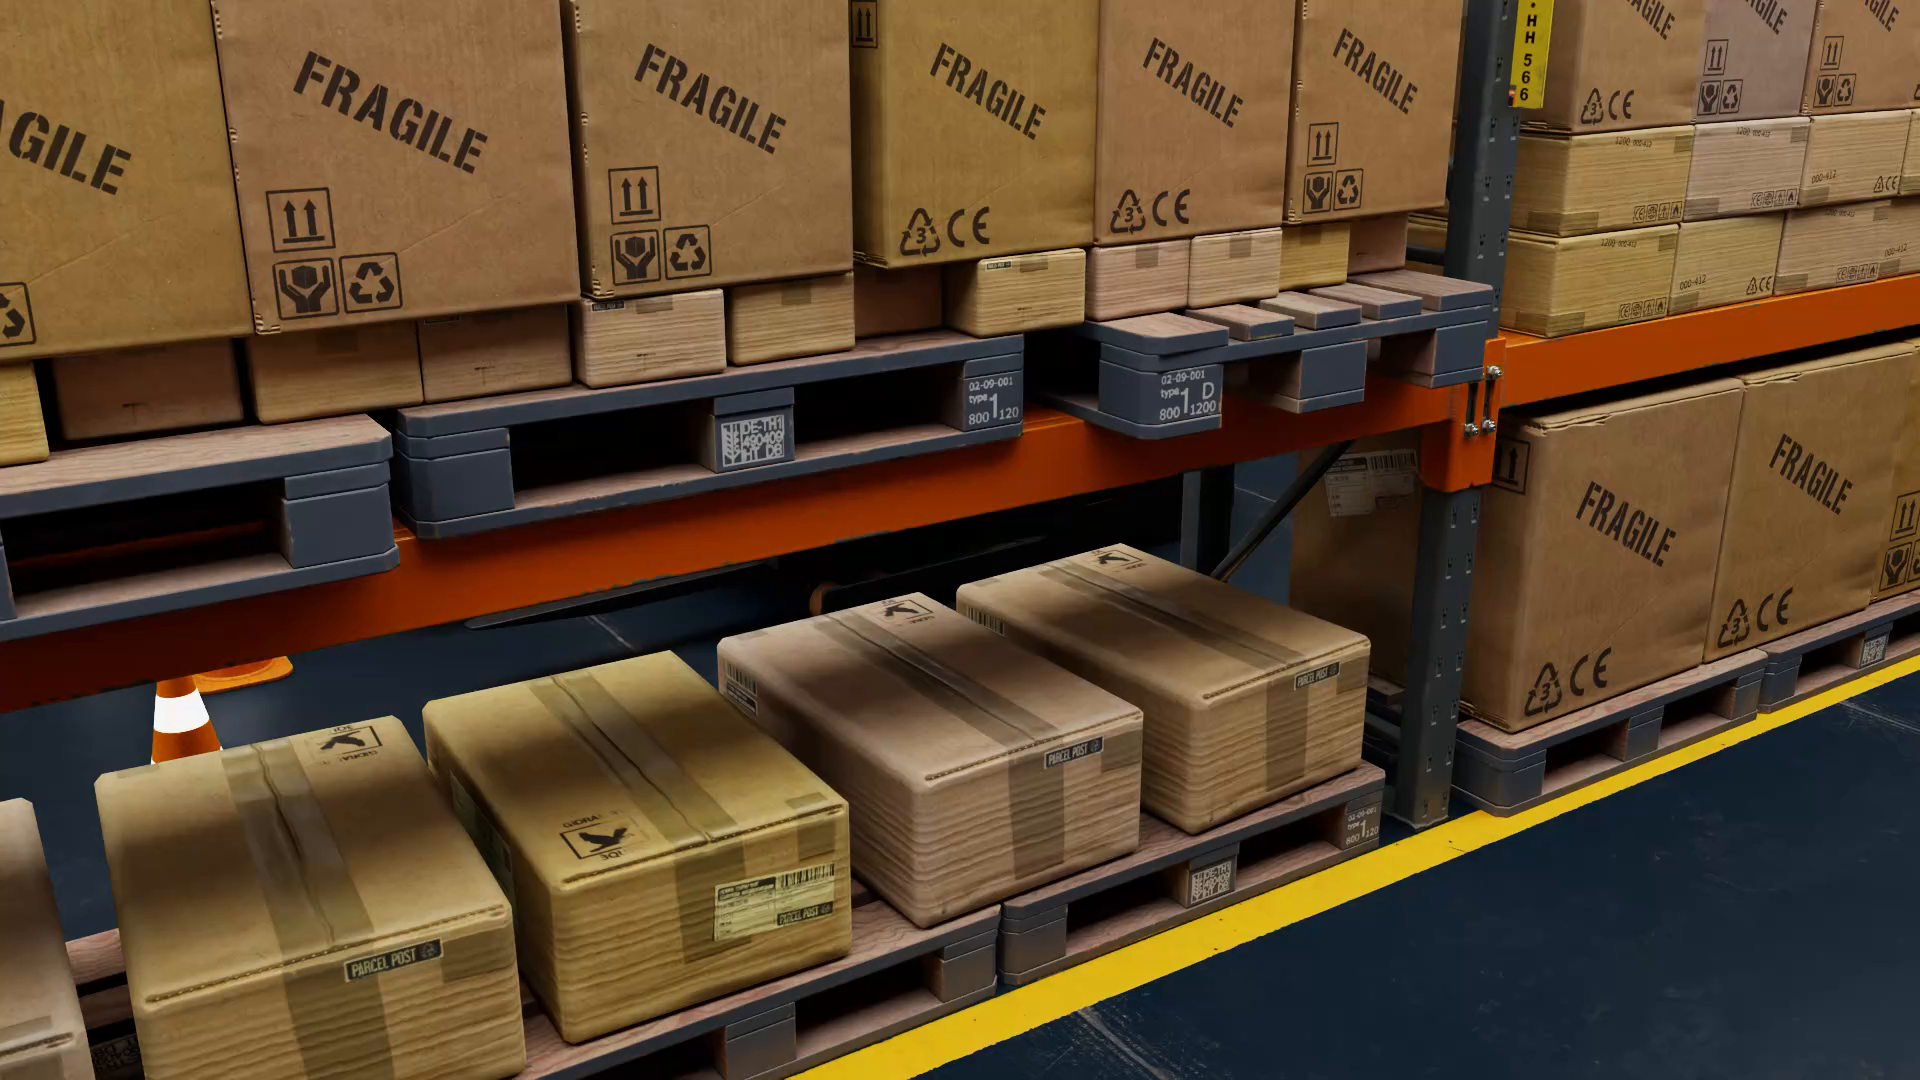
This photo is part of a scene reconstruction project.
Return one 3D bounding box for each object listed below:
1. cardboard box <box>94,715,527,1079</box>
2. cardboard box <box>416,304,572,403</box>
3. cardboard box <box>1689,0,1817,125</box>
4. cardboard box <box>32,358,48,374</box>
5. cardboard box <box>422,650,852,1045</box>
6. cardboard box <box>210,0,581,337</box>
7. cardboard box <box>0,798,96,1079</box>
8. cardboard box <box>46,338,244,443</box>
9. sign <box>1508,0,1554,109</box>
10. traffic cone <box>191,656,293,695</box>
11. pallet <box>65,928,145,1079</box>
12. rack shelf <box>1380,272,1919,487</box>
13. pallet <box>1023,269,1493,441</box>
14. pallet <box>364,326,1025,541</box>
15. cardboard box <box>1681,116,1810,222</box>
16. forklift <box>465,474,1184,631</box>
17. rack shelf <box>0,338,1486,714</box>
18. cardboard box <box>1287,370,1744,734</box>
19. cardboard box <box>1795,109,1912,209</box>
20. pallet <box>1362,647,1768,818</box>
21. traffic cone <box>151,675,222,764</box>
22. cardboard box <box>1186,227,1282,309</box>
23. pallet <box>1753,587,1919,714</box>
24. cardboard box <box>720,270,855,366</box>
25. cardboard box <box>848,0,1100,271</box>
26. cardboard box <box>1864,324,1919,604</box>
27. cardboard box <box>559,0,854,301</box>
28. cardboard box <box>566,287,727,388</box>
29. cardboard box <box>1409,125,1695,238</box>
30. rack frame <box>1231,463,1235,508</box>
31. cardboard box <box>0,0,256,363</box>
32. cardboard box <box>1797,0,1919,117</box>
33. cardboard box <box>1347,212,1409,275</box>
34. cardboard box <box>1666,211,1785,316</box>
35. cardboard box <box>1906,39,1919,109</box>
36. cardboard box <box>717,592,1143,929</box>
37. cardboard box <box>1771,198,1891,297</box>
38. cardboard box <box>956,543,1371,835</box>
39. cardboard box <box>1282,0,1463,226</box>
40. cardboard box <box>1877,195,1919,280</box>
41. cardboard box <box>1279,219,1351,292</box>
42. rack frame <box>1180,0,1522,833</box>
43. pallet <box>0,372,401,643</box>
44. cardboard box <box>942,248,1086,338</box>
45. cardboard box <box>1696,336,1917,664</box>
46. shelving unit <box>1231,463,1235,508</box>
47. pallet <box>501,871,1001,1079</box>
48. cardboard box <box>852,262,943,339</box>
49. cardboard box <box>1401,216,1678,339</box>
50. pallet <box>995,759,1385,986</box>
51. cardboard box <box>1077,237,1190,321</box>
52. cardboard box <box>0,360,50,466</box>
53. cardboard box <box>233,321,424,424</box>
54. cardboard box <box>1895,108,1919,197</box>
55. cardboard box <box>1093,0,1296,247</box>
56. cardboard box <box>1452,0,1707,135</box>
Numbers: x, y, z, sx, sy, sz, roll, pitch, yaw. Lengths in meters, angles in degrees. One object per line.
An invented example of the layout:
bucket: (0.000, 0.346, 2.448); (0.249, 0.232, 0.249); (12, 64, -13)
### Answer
cardboard box: (-1.312, 0.746, 3.301); (0.625, 0.372, 0.950); (-10, 21, -28)
cardboard box: (-0.859, -0.361, 2.865); (0.250, 0.149, 0.380); (-12, 22, -31)
cardboard box: (1.949, -1.416, 4.532); (0.500, 0.500, 0.500); (-12, 22, -31)
cardboard box: (-1.644, -0.420, 3.040); (0.250, 0.149, 0.380); (-12, 22, -32)
cardboard box: (-0.733, 0.623, 3.665); (0.625, 0.372, 0.950); (-11, 22, -30)
cardboard box: (-0.960, -0.644, 2.689); (0.500, 0.500, 0.500); (-12, 22, -32)
cardboard box: (-1.911, 0.874, 2.924); (0.625, 0.372, 0.950); (-12, 22, -31)
cardboard box: (-1.304, -0.284, 2.637); (0.250, 0.149, 0.380); (-10, 21, -28)
sign: (1.300, -1.151, 3.782); (0.005, 0.325, 0.100); (-12, 22, -31)
traffic cone: (-2.390, 0.211, 5.397); (0.334, 0.463, 0.336); (-12, 22, -31)
pallet: (-1.698, 1.104, 3.148); (1.213, 0.211, 1.003); (-12, 22, -31)
rack shelf: (2.664, -0.795, 5.536); (4.000, 0.370, 1.077); (-12, 22, -31)
pallet: (0.457, -0.539, 3.954); (1.003, 0.211, 1.213); (-12, 22, -31)
pallet: (-0.638, -0.333, 3.346); (1.213, 0.211, 1.003); (-12, 22, -31)
cardboard box: (1.984, -1.063, 4.660); (0.500, 0.250, 0.500); (-11, 22, -30)
forklift: (-0.509, -1.270, 5.924); (3.031, 2.935, 1.130); (-13, 23, -34)
rack shelf: (-0.677, -0.090, 3.452); (4.000, 0.370, 1.077); (-12, 22, -31)
cardboard box: (1.616, -0.075, 4.946); (0.875, 0.875, 0.875); (-12, 22, -32)
cardboard box: (2.408, -1.148, 4.910); (0.500, 0.250, 0.500); (-12, 22, -32)
pallet: (1.693, 0.419, 5.177); (1.213, 0.211, 1.003); (-12, 22, -31)
traffic cone: (-2.082, 0.530, 4.455); (0.334, 0.463, 0.336); (-12, 22, -31)
cardboard box: (0.479, -0.620, 3.631); (0.250, 0.149, 0.380); (-12, 22, -32)
pallet: (2.711, 0.205, 5.808); (1.213, 0.211, 1.003); (-12, 22, -31)
cardboard box: (-0.402, -0.449, 3.125); (0.250, 0.149, 0.380); (-13, 22, -33)
cardboard box: (-0.080, -0.833, 3.249); (0.500, 0.500, 0.500); (-14, 23, -35)
cardboard box: (3.110, -0.389, 5.873); (0.875, 0.875, 0.875); (-11, 22, -30)
cardboard box: (-0.537, -0.737, 2.966); (0.500, 0.500, 0.500); (-13, 23, -34)
cardboard box: (-0.608, -0.394, 2.963); (0.250, 0.149, 0.380); (-11, 22, -29)
cardboard box: (1.552, -0.973, 4.391); (0.500, 0.250, 0.500); (-12, 22, -32)
rack frame: (1.066, -0.690, 6.886); (0.240, 1.200, 0.006); (-16, 22, -40)
cardboard box: (-1.380, -0.560, 2.443); (0.500, 0.500, 0.500); (-12, 22, -31)
cardboard box: (2.389, -1.503, 4.790); (0.500, 0.500, 0.500); (-11, 22, -30)
cardboard box: (0.849, -0.743, 3.995); (0.250, 0.149, 0.380); (-11, 22, -29)
cardboard box: (1.959, -0.827, 4.740); (0.500, 0.250, 0.500); (-13, 22, -33)
cardboard box: (2.812, -1.591, 5.050); (0.500, 0.500, 0.500); (-12, 22, -31)
cardboard box: (-0.096, 0.491, 4.055); (0.625, 0.372, 0.950); (-12, 22, -32)
cardboard box: (2.401, -0.917, 5.009); (0.500, 0.250, 0.500); (-11, 22, -30)
cardboard box: (0.516, 0.359, 4.446); (0.625, 0.372, 0.950); (-14, 23, -35)
cardboard box: (0.766, -1.016, 3.791); (0.500, 0.500, 0.500); (-13, 22, -33)
cardboard box: (2.811, -1.005, 5.269); (0.500, 0.250, 0.500); (-12, 22, -31)
cardboard box: (0.665, -0.676, 3.798); (0.250, 0.149, 0.380); (-12, 22, -31)
rack frame: (0.993, -0.784, 4.379); (0.127, 3.000, 1.000); (-12, 22, -31)
pallet: (-1.629, -0.084, 2.609); (1.213, 0.211, 1.003); (-12, 22, -31)
cardboard box: (0.042, -0.525, 3.352); (0.250, 0.149, 0.380); (-11, 22, -30)
cardboard box: (2.363, -0.231, 5.407); (0.875, 0.875, 0.875); (-12, 22, -31)
shelving unit: (1.004, -0.708, 6.952); (0.258, 1.200, 0.189); (-16, 22, -40)
pallet: (-0.678, 0.888, 3.788); (1.213, 0.211, 1.003); (-12, 22, -31)
cardboard box: (-0.237, -0.515, 3.321); (0.250, 0.149, 0.380); (-12, 22, -31)
cardboard box: (1.540, -0.731, 4.459); (0.500, 0.250, 0.500); (-12, 22, -32)
pallet: (0.340, 0.675, 4.419); (1.213, 0.211, 1.003); (-12, 22, -31)
cardboard box: (0.264, -0.578, 3.506); (0.250, 0.149, 0.380); (-13, 23, -34)
cardboard box: (-1.499, -0.213, 2.429); (0.250, 0.149, 0.380); (-11, 22, -30)
cardboard box: (-1.066, -0.318, 2.738); (0.250, 0.149, 0.380); (-12, 22, -31)
cardboard box: (2.838, -1.234, 5.164); (0.500, 0.250, 0.500); (-11, 22, -30)
cardboard box: (0.341, -0.922, 3.513); (0.500, 0.500, 0.500); (-12, 22, -32)
cardboard box: (1.540, -1.326, 4.266); (0.500, 0.500, 0.500); (-13, 22, -33)
